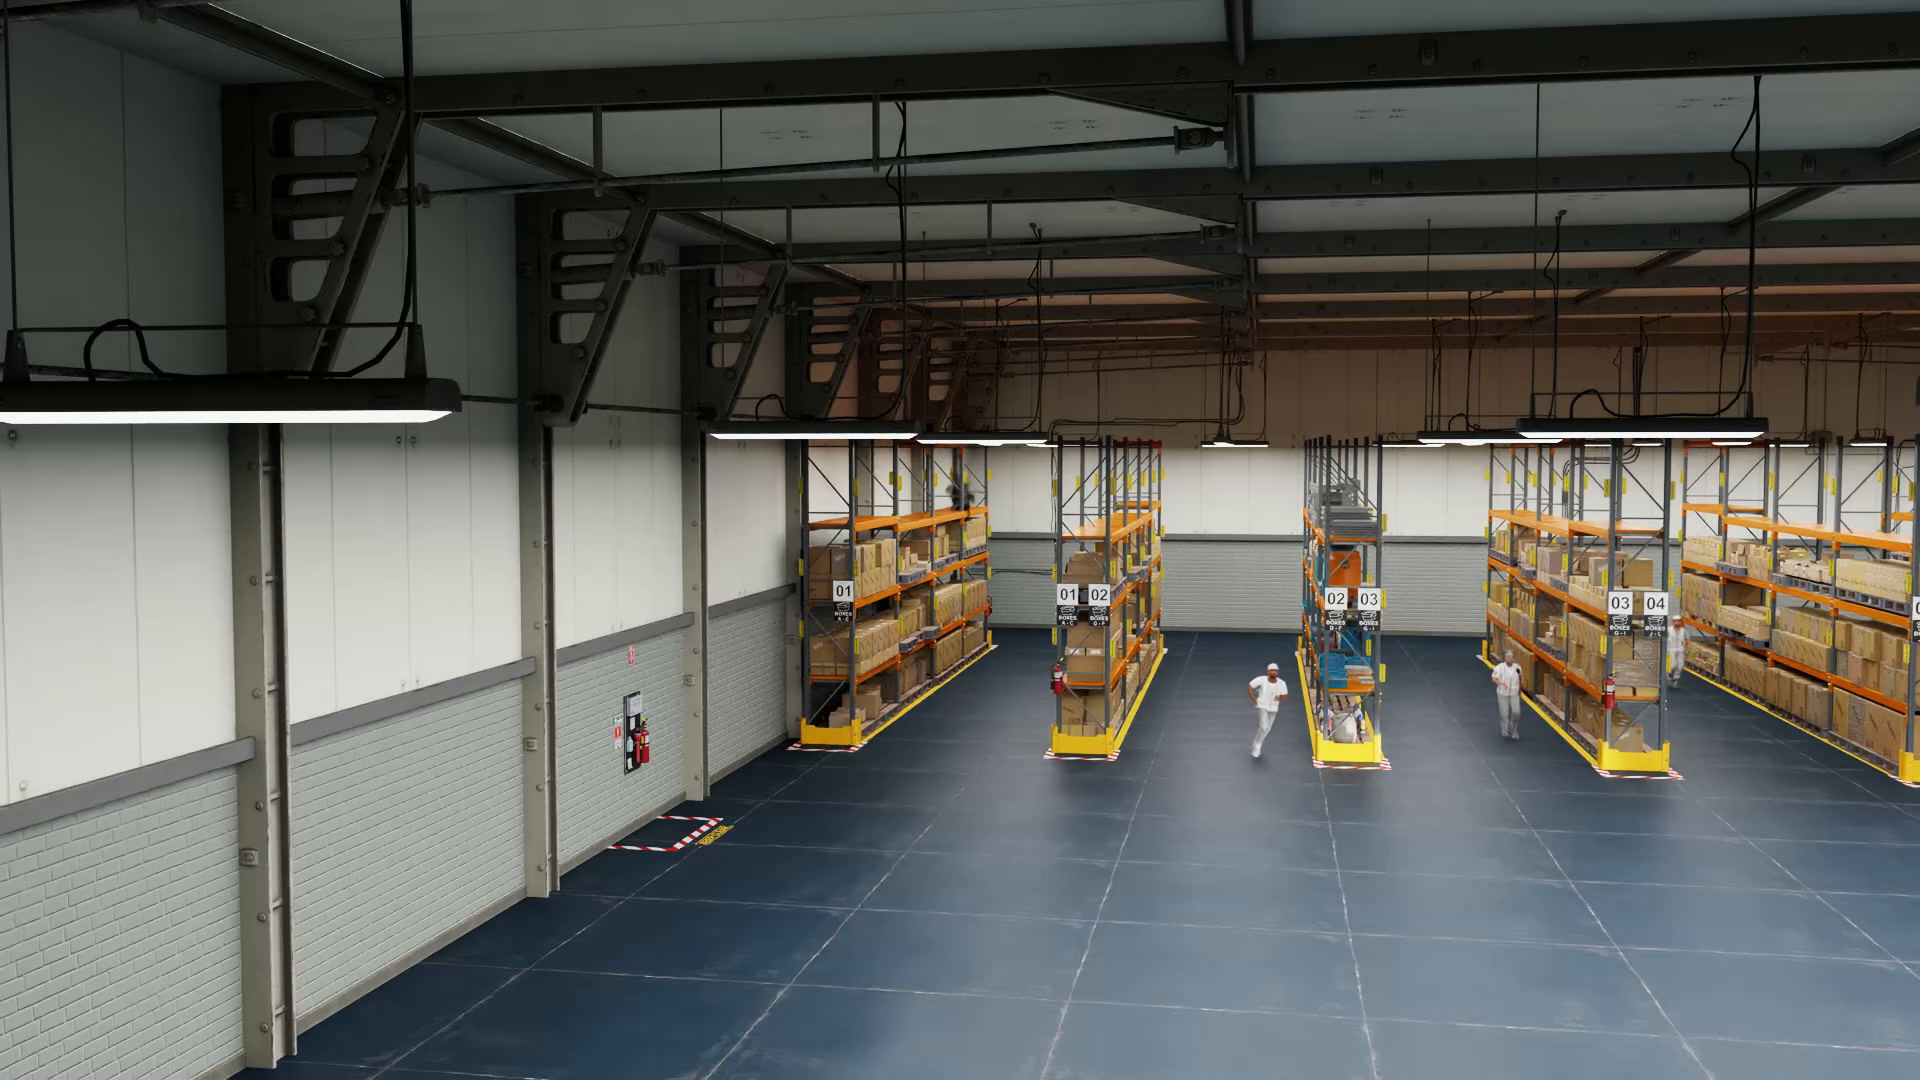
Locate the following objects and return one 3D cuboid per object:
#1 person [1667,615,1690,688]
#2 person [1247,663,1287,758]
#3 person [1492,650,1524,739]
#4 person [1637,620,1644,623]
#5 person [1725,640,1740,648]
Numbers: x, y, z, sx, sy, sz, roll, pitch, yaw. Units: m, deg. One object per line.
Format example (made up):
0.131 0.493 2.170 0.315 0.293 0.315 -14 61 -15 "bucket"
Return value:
17.134 2.680 39.786 0.653 1.746 0.640 1 3 10 "person"
5.766 3.181 31.120 0.690 1.781 0.657 -1 3 -13 "person"
10.887 3.068 33.000 0.649 1.800 0.711 0 3 9 "person"
17.854 2.524 44.030 0.629 1.686 0.626 1 3 21 "person"
21.117 2.445 45.420 0.549 1.672 0.641 0 3 5 "person"
